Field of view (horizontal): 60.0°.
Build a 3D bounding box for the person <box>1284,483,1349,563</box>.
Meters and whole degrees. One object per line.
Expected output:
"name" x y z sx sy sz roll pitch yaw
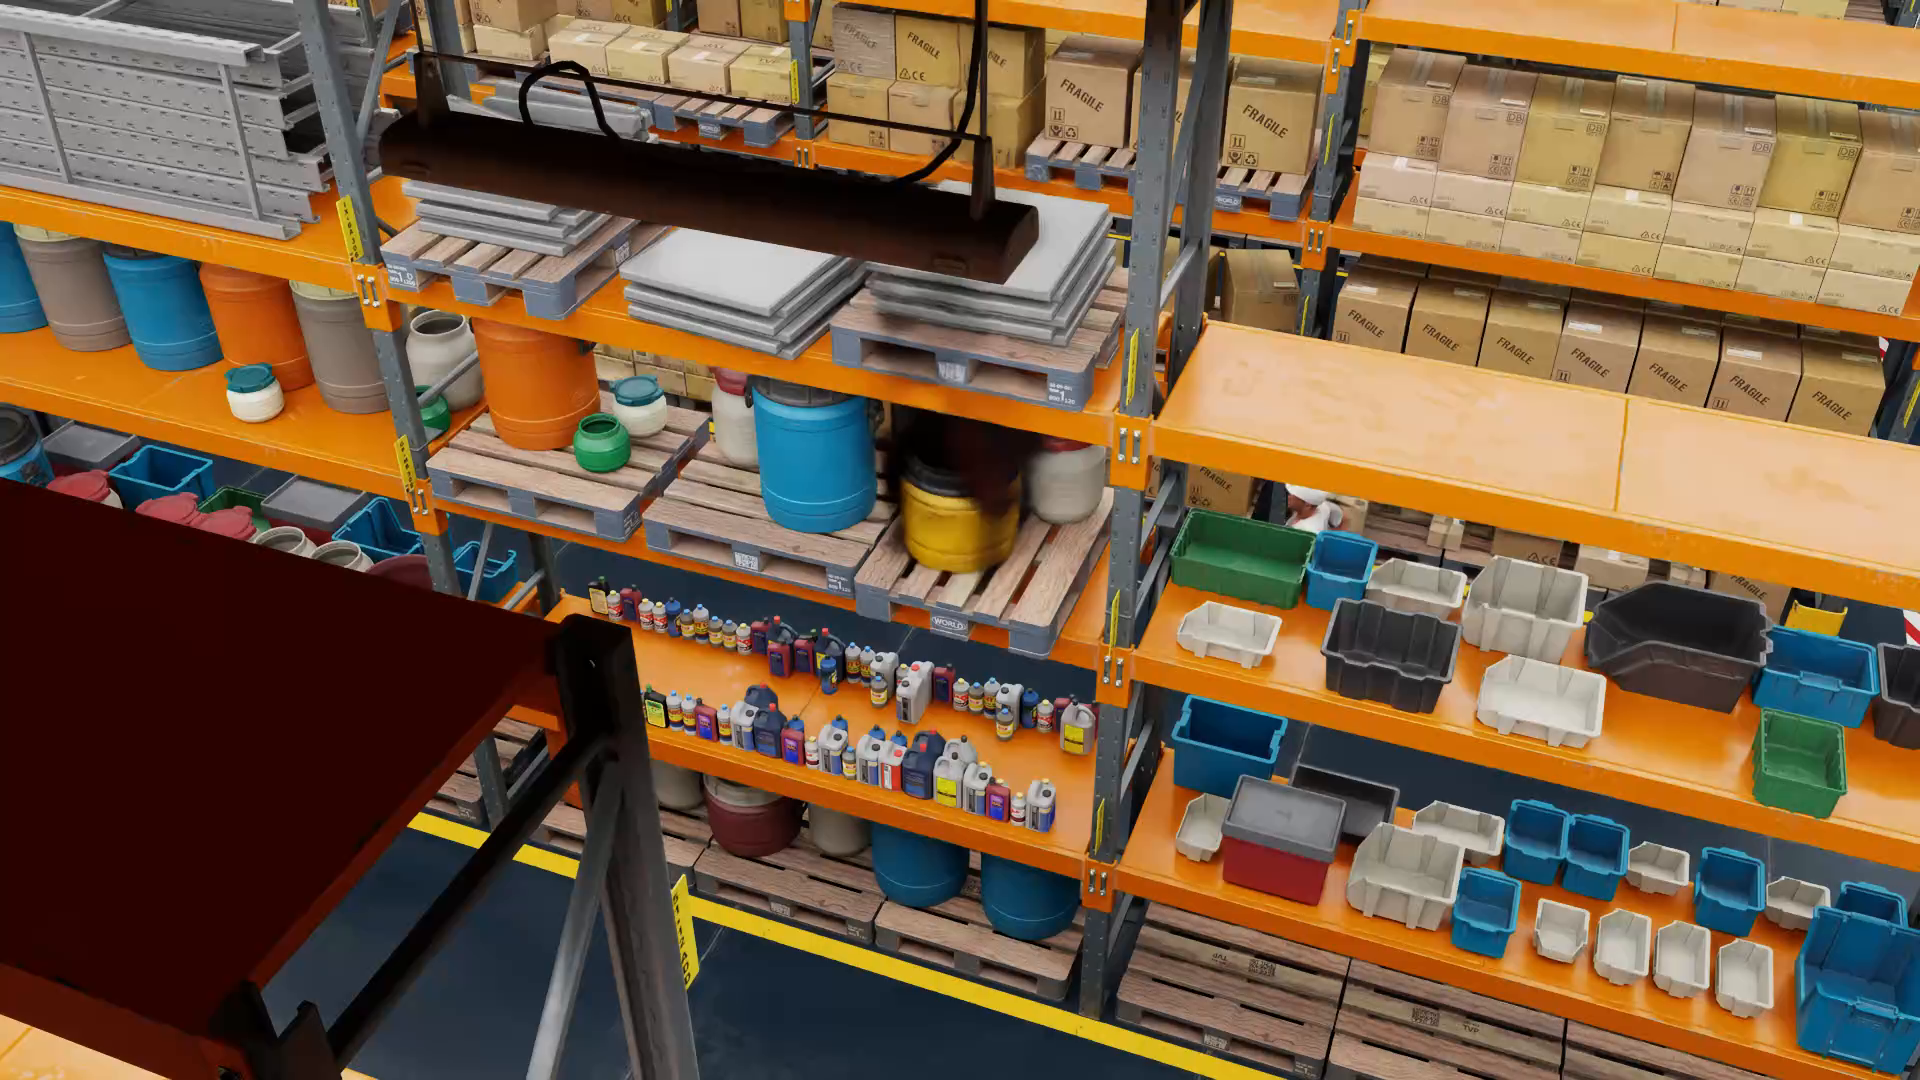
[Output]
"person" 2.351 0.325 11.407 0.937 1.813 0.655 7 37 9
